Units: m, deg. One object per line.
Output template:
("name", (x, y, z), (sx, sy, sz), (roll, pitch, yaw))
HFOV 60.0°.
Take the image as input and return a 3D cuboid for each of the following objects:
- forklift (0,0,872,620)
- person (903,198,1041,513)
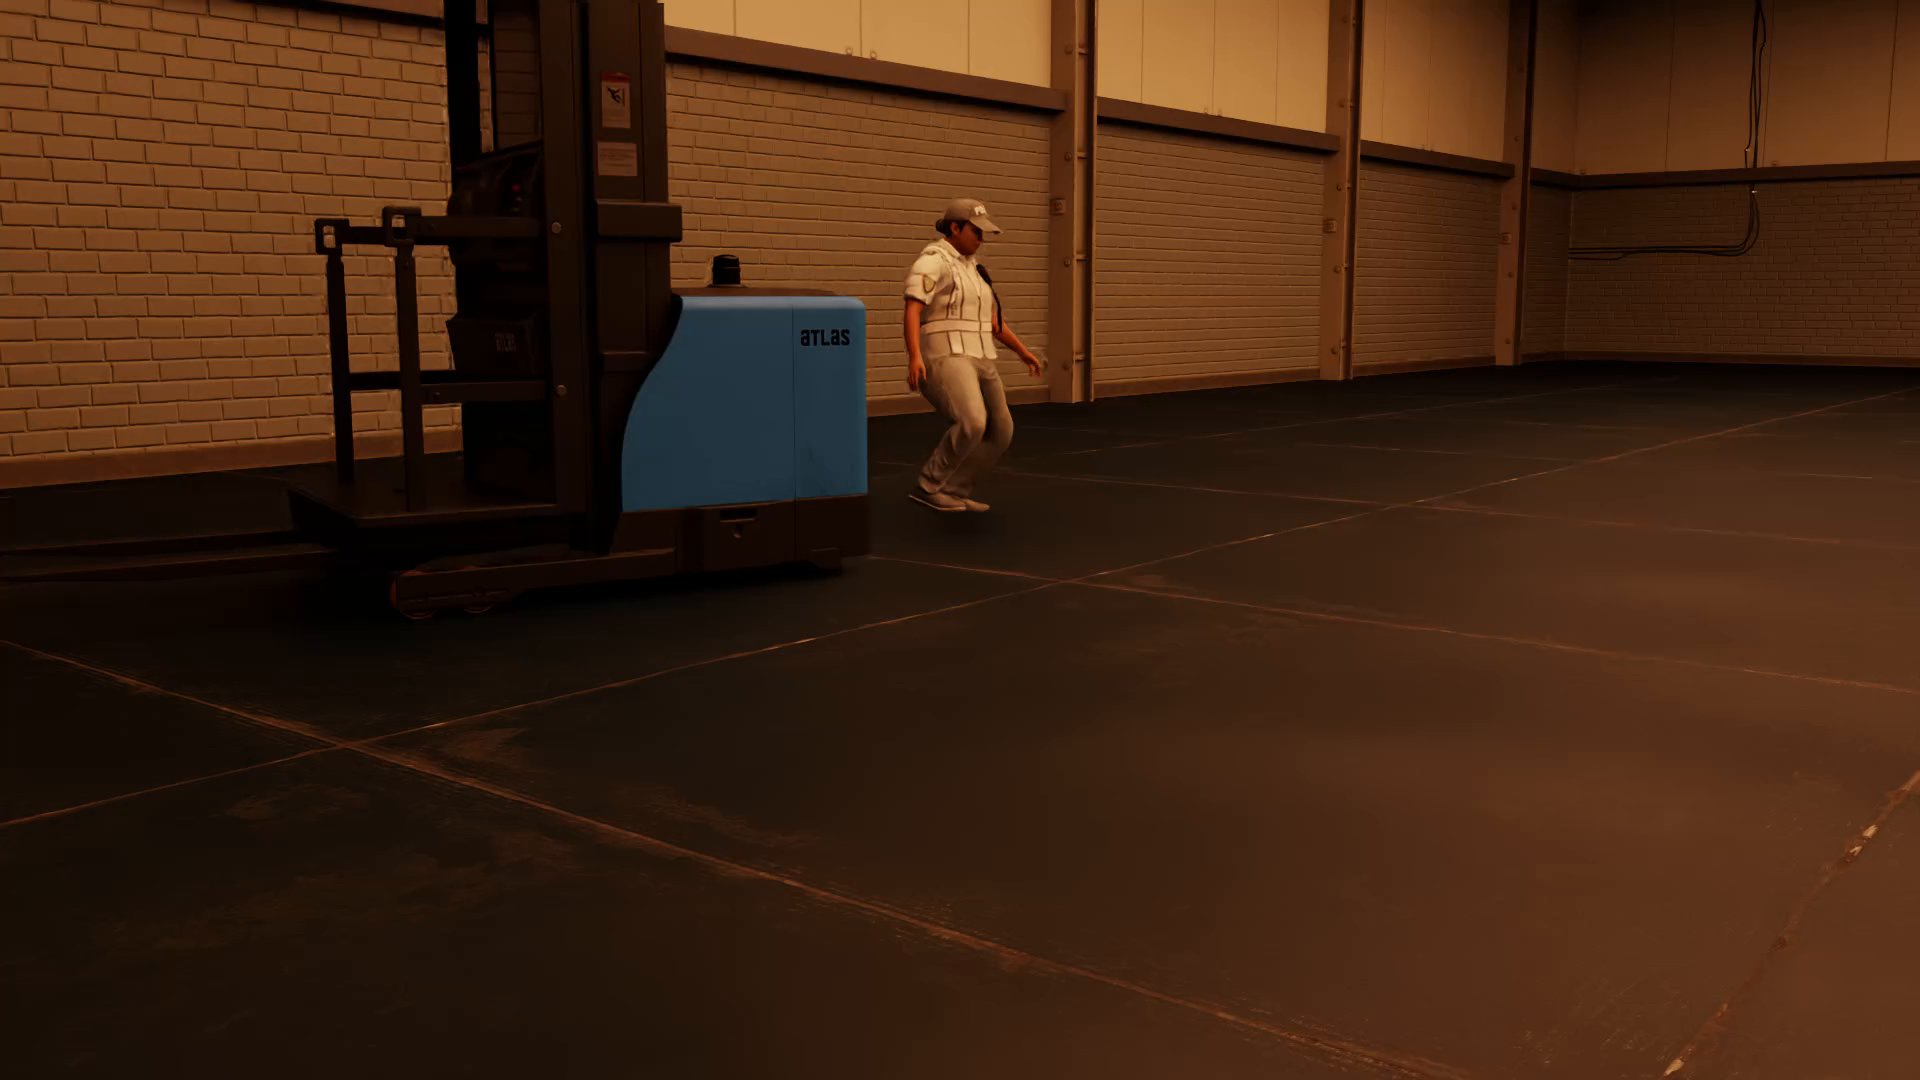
("forklift", (-1.865, -1.269, 5.957), (3.031, 2.935, 1.130), (-5, 10, -33))
("person", (0.016, -0.852, 8.002), (0.626, 1.560, 0.877), (6, 10, 34))
